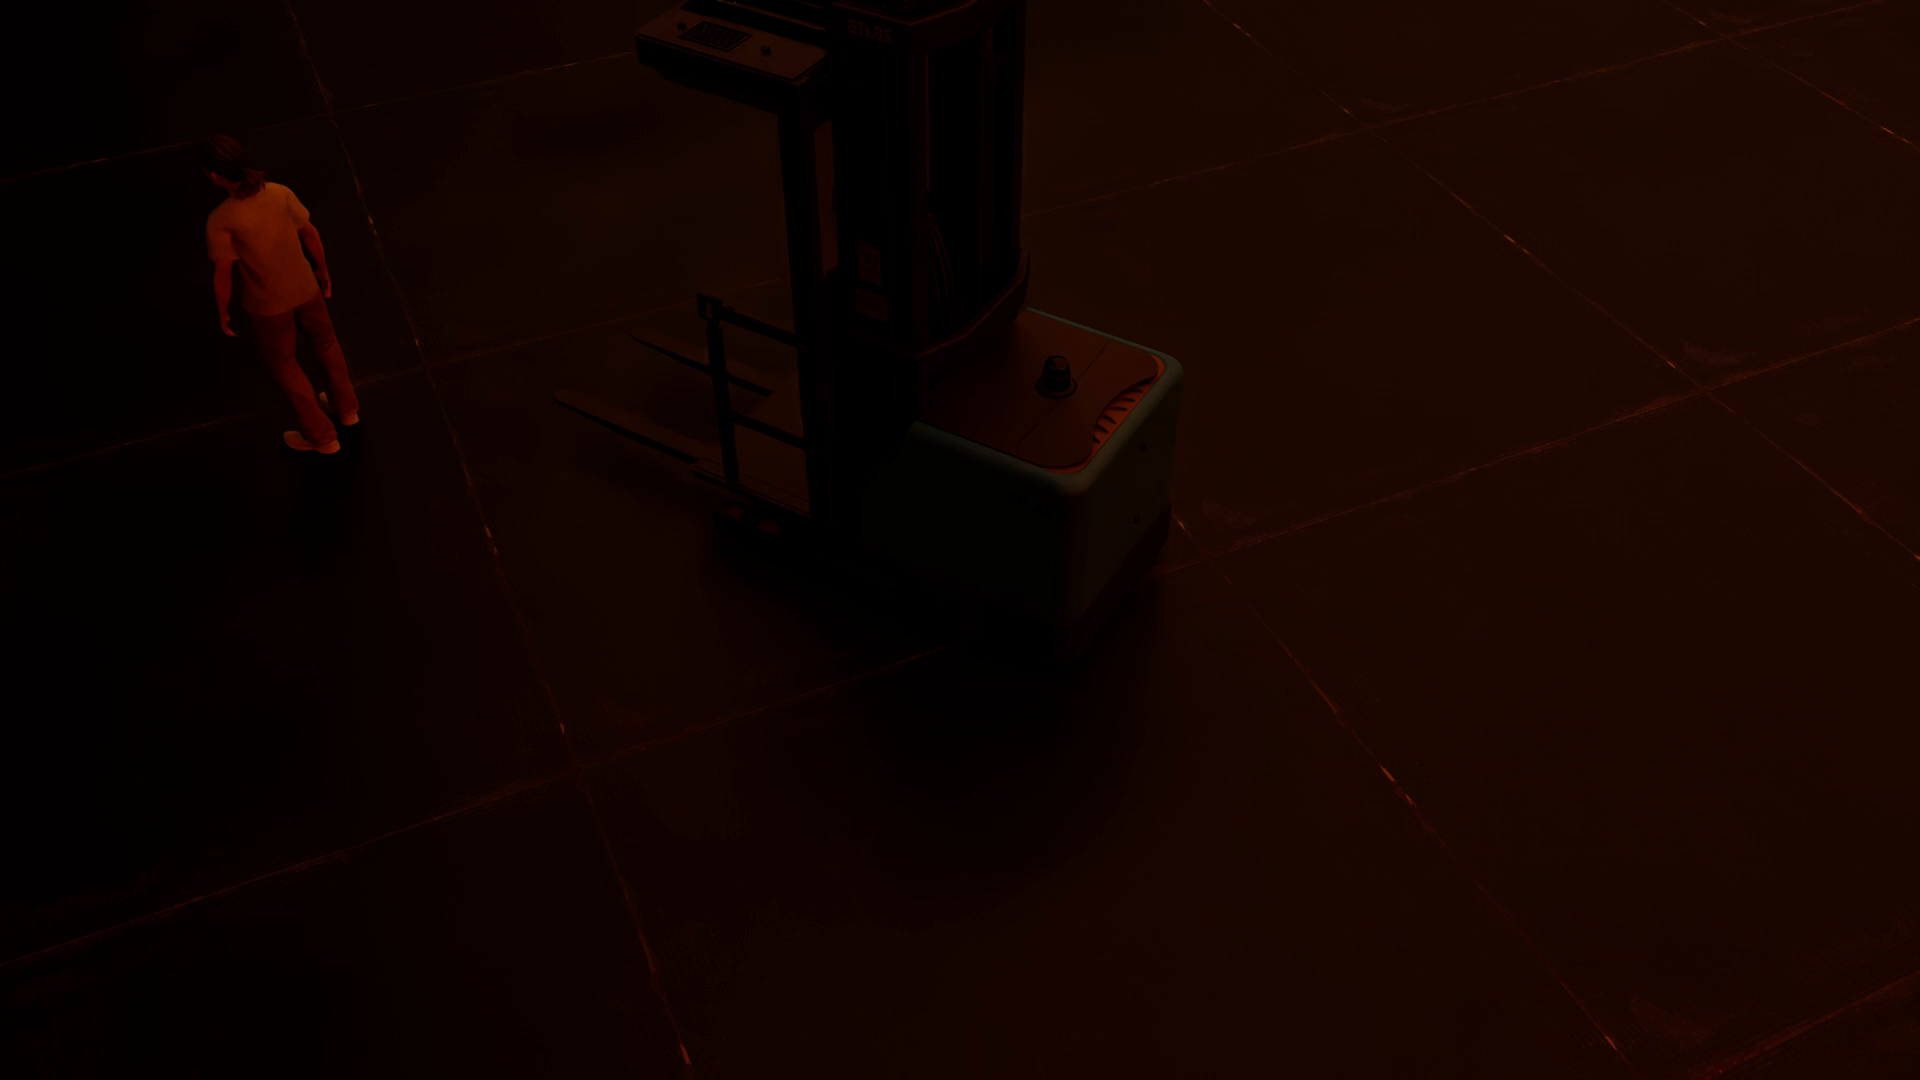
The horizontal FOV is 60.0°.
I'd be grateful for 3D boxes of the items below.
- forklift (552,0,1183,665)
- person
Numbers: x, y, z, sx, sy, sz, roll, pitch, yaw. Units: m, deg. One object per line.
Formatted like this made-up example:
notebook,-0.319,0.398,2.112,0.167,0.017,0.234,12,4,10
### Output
forklift,-0.562,-1.291,7.064,3.031,2.935,1.130,22,47,22
person,-3.238,-1.151,7.843,0.429,1.664,0.563,29,50,28
